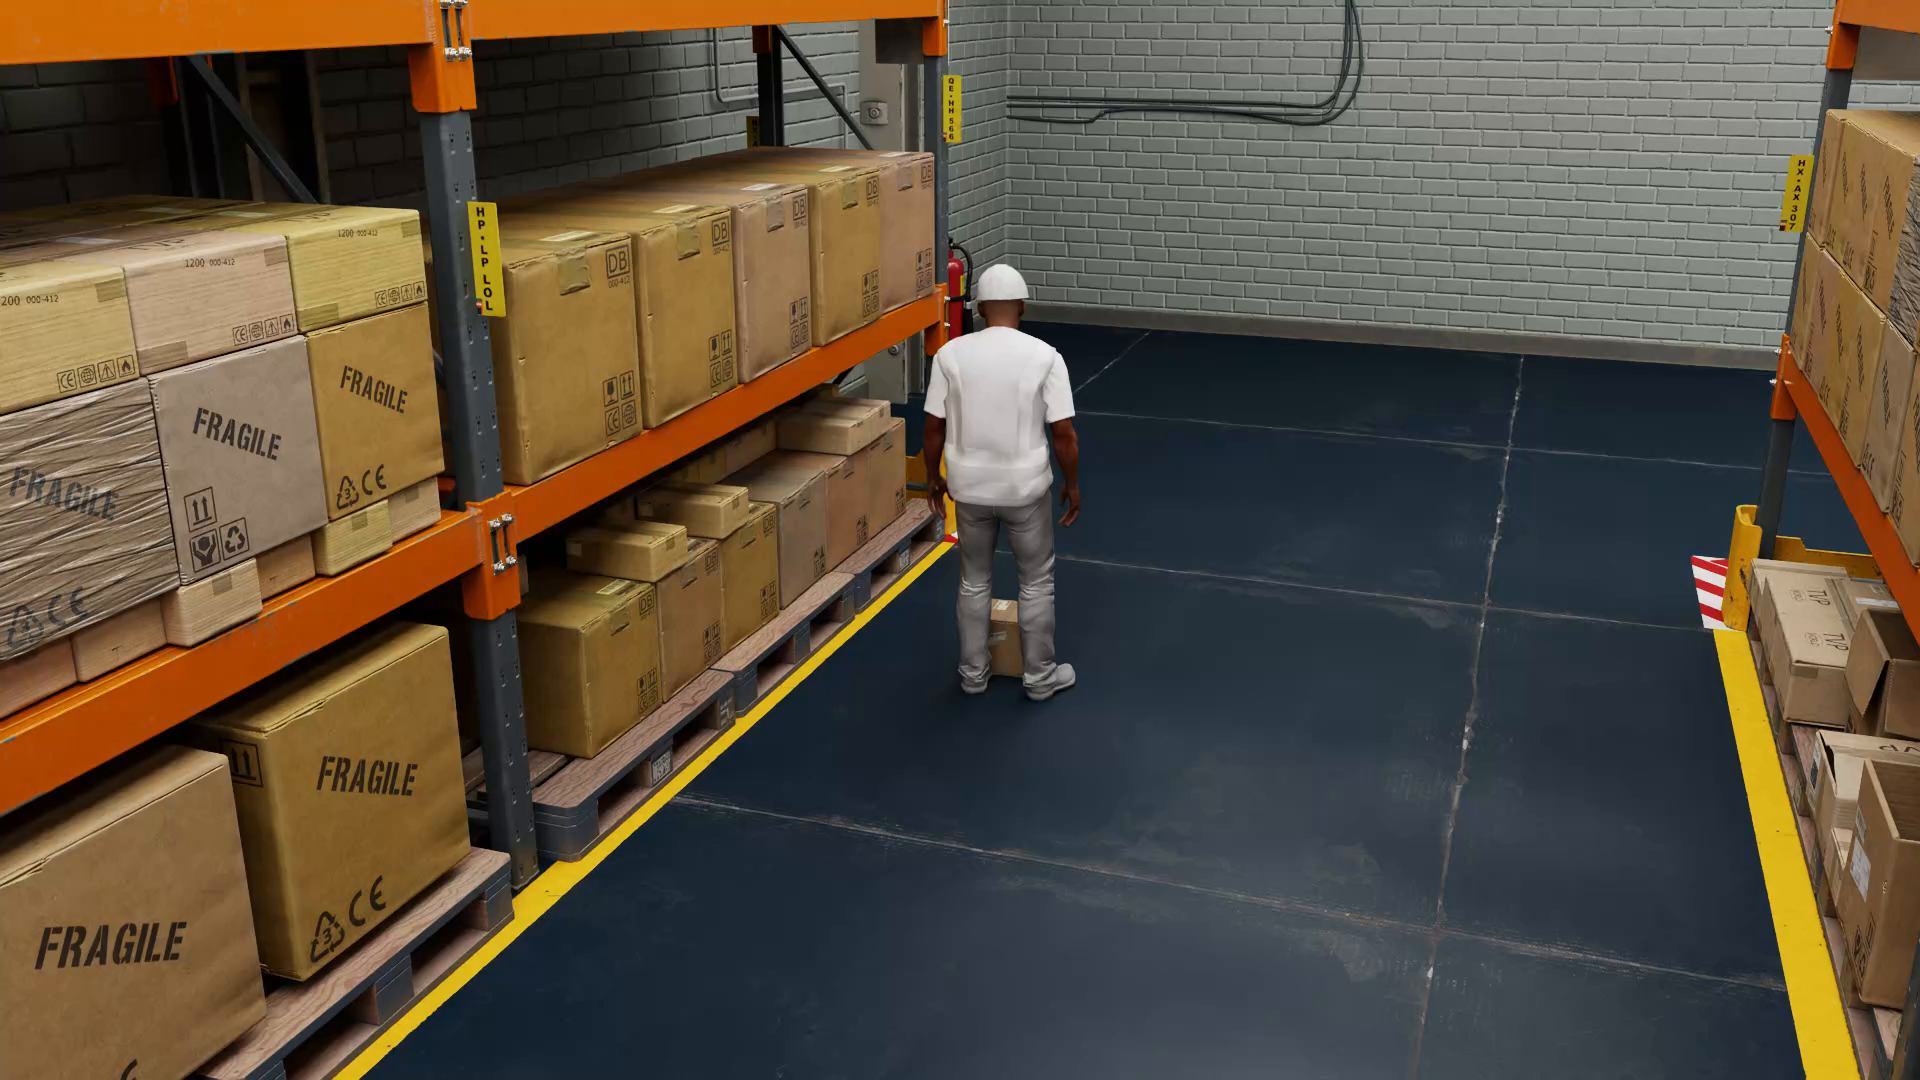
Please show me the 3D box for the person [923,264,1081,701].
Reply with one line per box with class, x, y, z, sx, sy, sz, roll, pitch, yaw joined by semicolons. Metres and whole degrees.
person;0.170;-0.223;6.697;0.636;1.761;0.454;5;19;14
